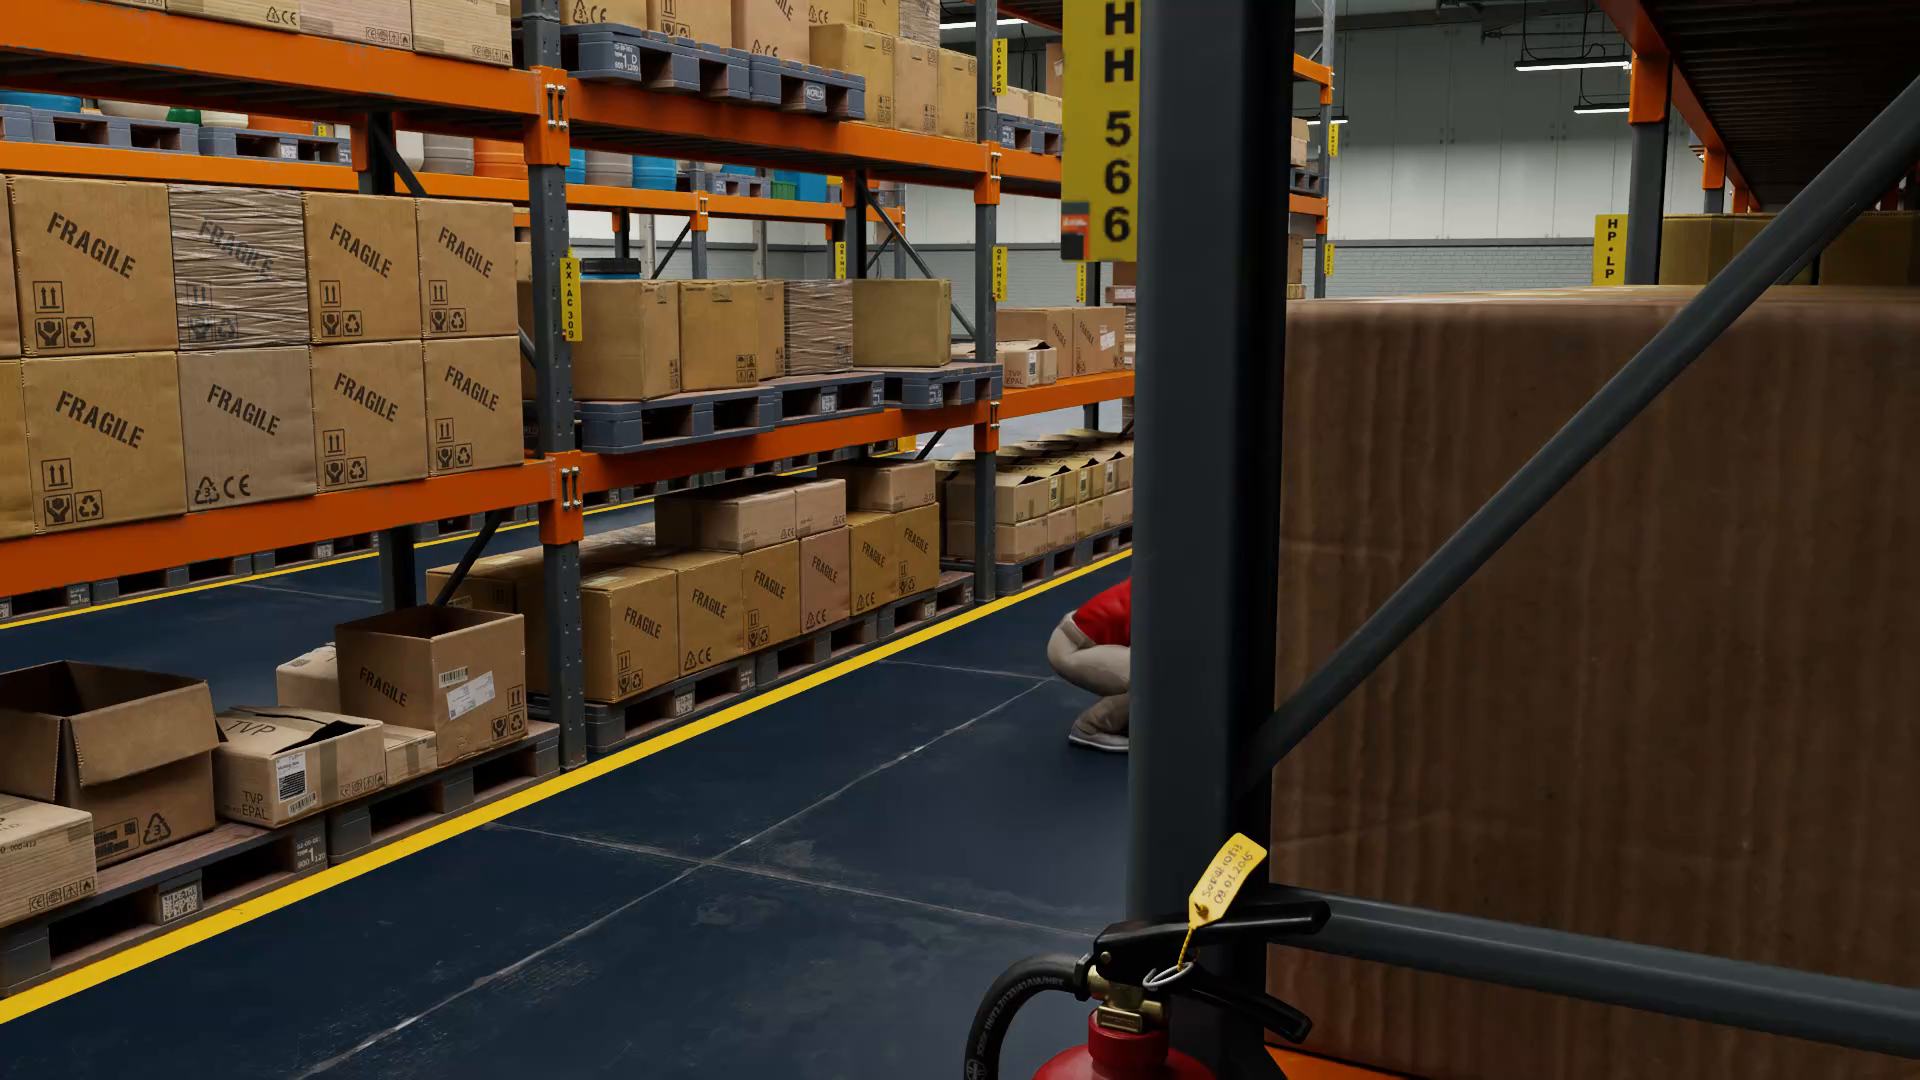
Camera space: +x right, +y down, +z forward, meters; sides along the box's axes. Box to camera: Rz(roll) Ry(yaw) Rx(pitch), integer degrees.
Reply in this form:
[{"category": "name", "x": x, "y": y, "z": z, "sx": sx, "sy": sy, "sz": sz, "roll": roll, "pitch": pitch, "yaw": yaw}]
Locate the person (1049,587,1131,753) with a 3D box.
[{"category": "person", "x": 0.837, "y": 0.533, "z": 7.226, "sx": 0.882, "sy": 0.854, "sz": 0.547, "roll": 4, "pitch": 10, "yaw": 26}]
